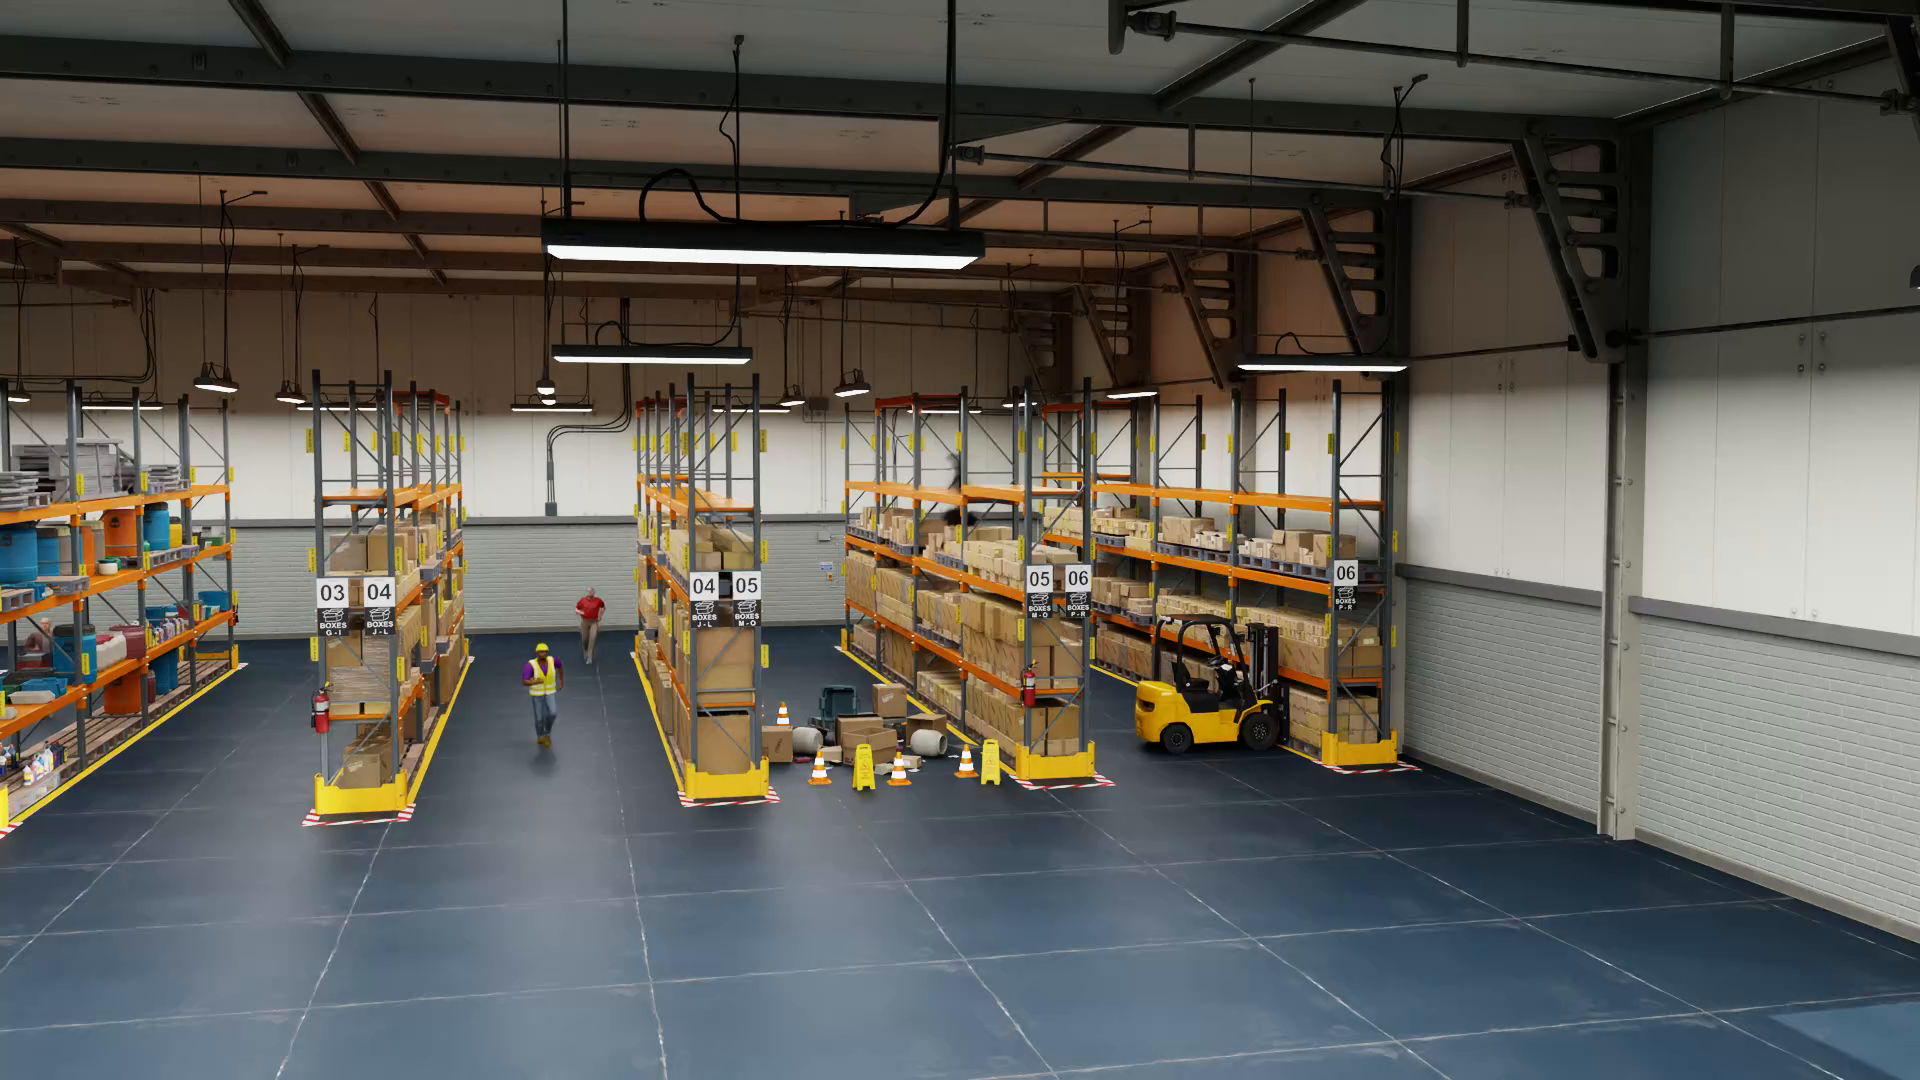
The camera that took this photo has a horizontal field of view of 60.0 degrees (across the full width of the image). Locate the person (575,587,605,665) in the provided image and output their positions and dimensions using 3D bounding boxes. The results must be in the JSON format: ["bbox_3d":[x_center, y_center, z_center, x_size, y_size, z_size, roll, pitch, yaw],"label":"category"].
[{"bbox_3d":[-8.461,1.935,38.045,0.667,1.720,0.993,-1,3,-9],"label":"person"}]

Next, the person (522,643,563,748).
[{"bbox_3d":[-6.822,2.542,27.288,0.735,1.726,0.789,-2,4,-27],"label":"person"}]

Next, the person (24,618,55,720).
[{"bbox_3d":[-16.774,2.335,30.531,0.696,1.828,0.916,-1,4,-20],"label":"person"}]
